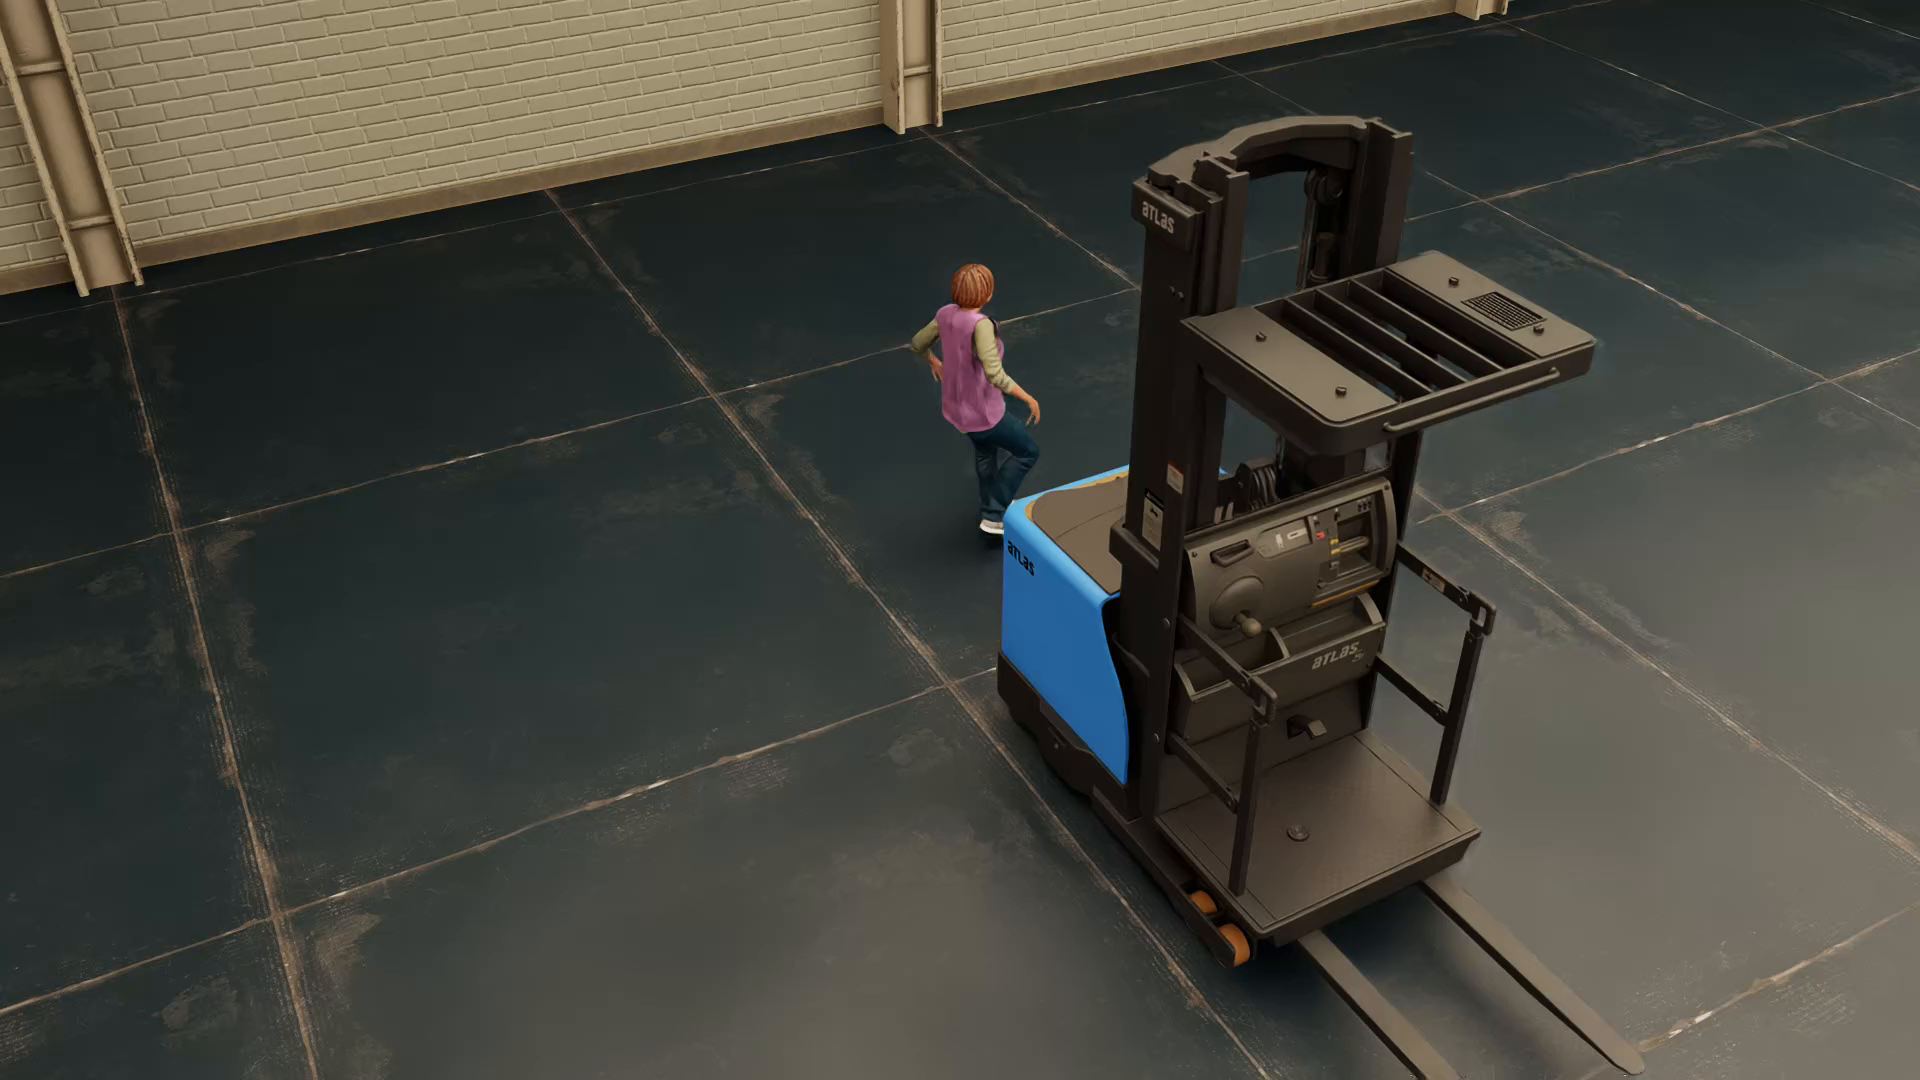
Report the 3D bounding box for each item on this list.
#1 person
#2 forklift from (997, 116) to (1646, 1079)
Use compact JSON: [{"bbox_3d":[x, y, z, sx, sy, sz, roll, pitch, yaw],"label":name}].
[{"bbox_3d":[0.163,-0.685,8.327,0.589,1.548,0.767,-21,40,-26],"label":"person"},{"bbox_3d":[1.328,0.132,5.936,1.130,2.935,3.031,-18,39,-23],"label":"forklift"}]
